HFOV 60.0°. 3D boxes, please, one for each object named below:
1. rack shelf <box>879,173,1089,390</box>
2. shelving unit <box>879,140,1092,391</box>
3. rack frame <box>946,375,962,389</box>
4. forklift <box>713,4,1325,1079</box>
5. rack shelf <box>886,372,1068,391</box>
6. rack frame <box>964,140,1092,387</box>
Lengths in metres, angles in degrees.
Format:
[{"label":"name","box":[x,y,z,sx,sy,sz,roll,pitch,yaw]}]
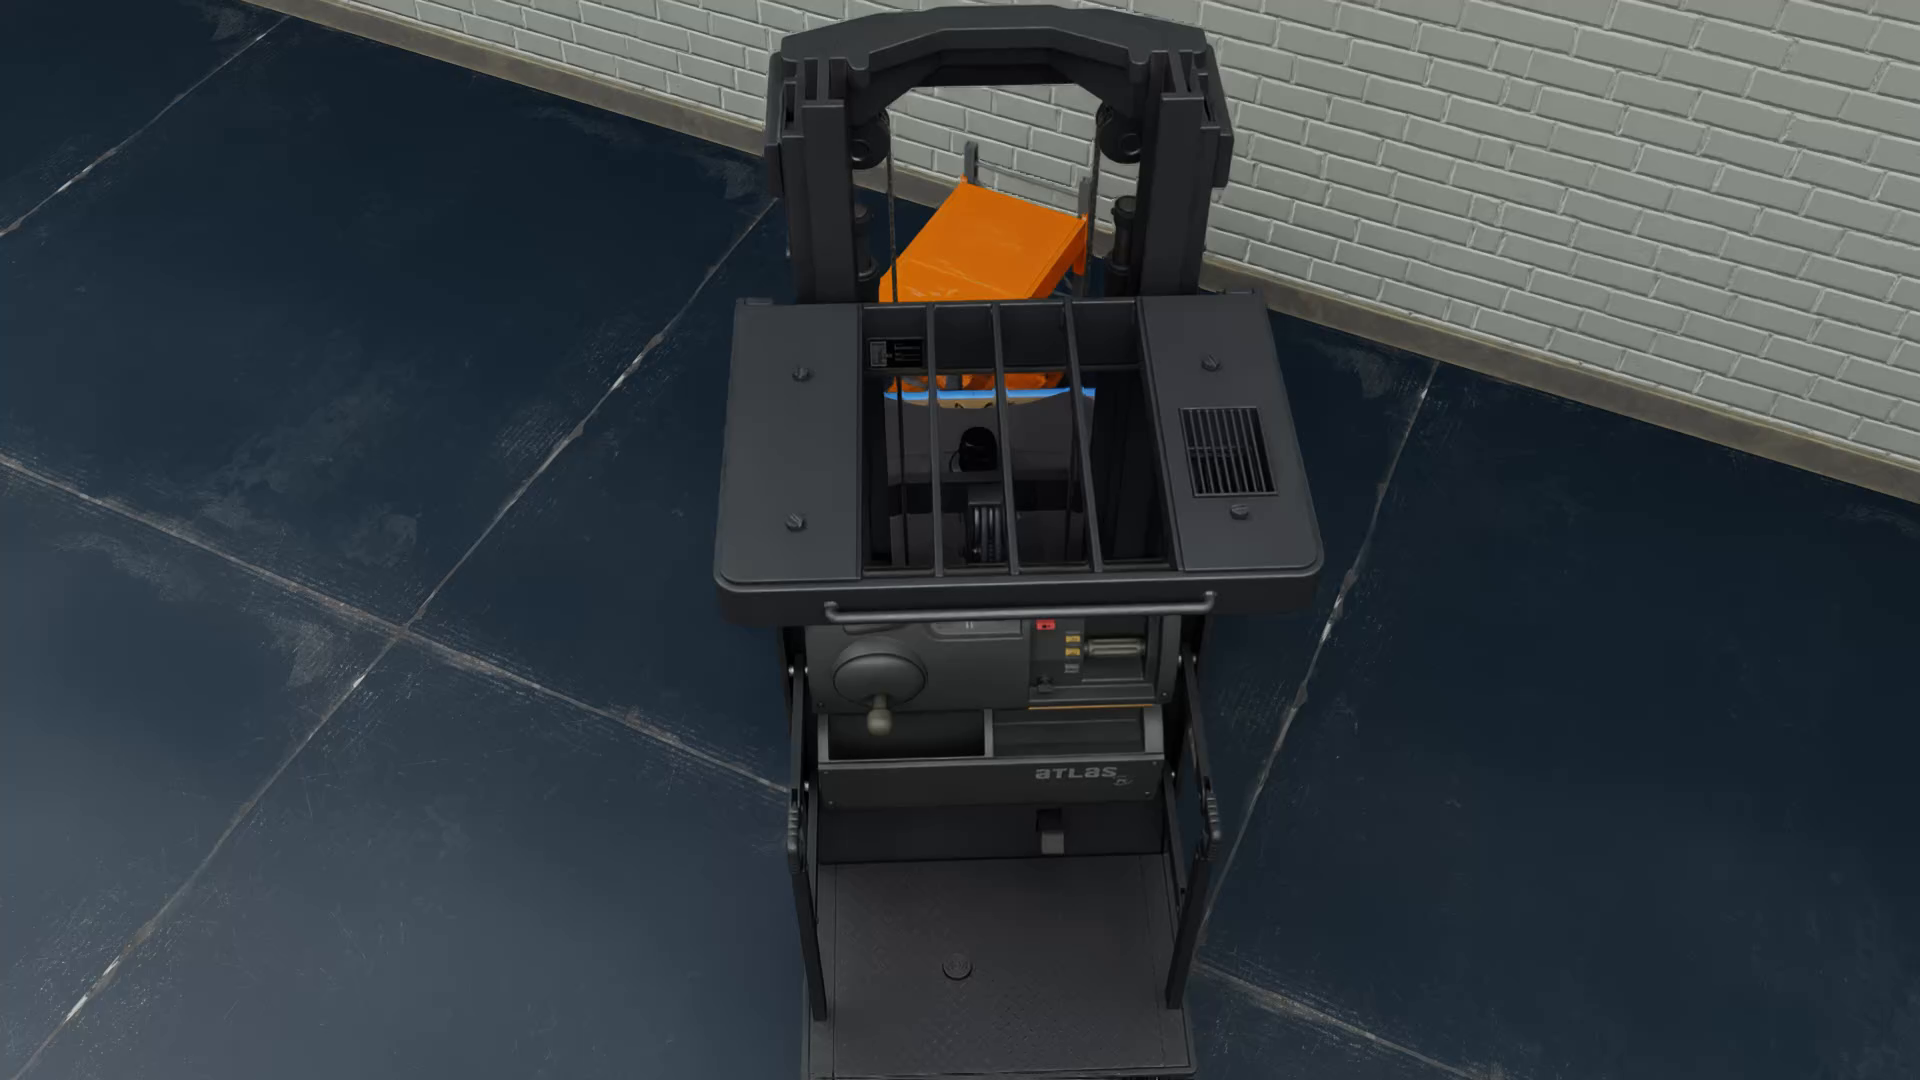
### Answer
[{"label":"rack shelf","box":[0.011,-0.827,5.831,0.538,0.278,1.000,21,53,17]},{"label":"shelving unit","box":[0.011,-0.637,6.054,0.538,1.125,1.048,21,53,17]},{"label":"rack frame","box":[-0.222,-0.293,5.761,0.500,1.125,0.032,21,53,17]},{"label":"forklift","box":[0.093,0.389,3.994,1.130,2.935,3.031,-2,50,-1]},{"label":"rack shelf","box":[0.011,-0.479,6.240,0.538,0.278,1.000,21,53,17]},{"label":"rack frame","box":[0.243,-0.982,6.347,0.500,1.125,0.032,21,53,17]}]
